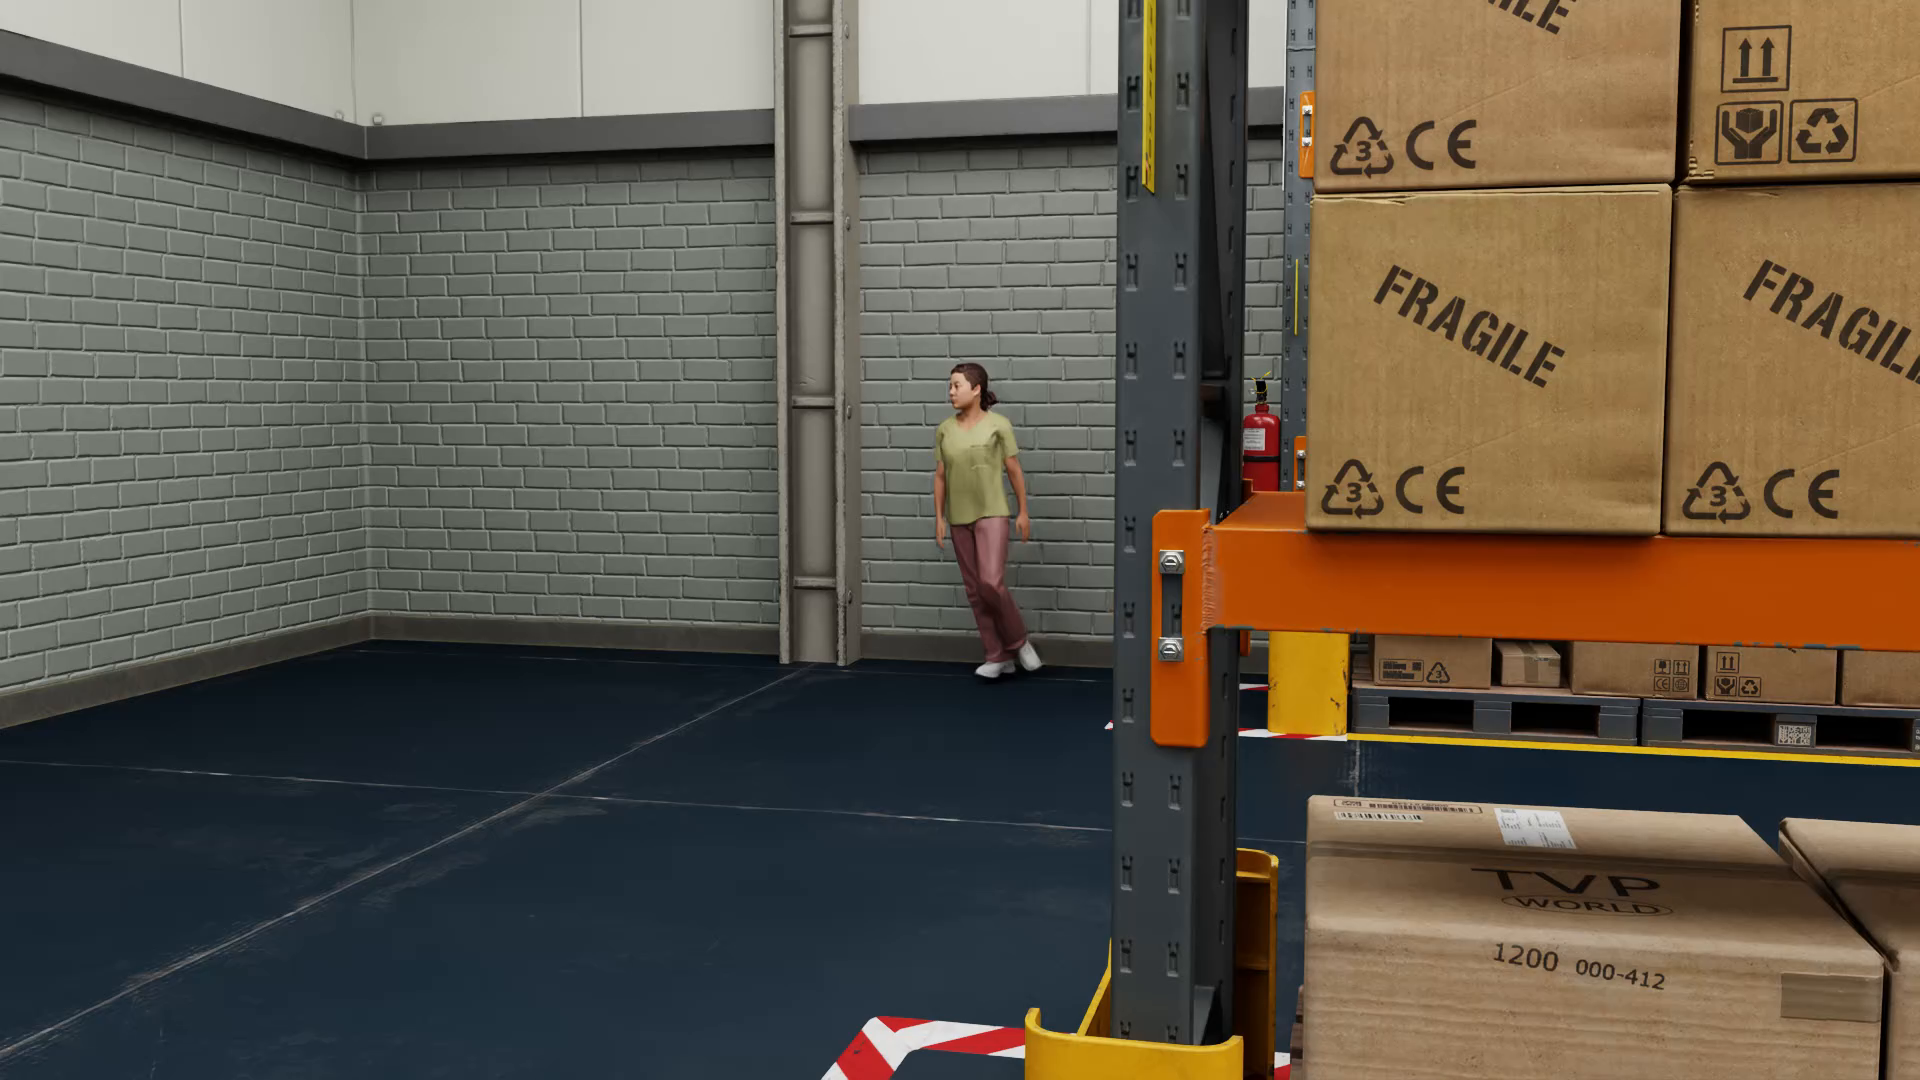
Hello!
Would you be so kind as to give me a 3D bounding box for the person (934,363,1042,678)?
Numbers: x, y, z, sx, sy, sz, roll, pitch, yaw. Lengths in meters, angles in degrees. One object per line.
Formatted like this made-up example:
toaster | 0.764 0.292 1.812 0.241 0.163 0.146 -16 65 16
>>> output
person | 0.132 -0.094 8.662 0.580 1.649 0.483 3 6 28
